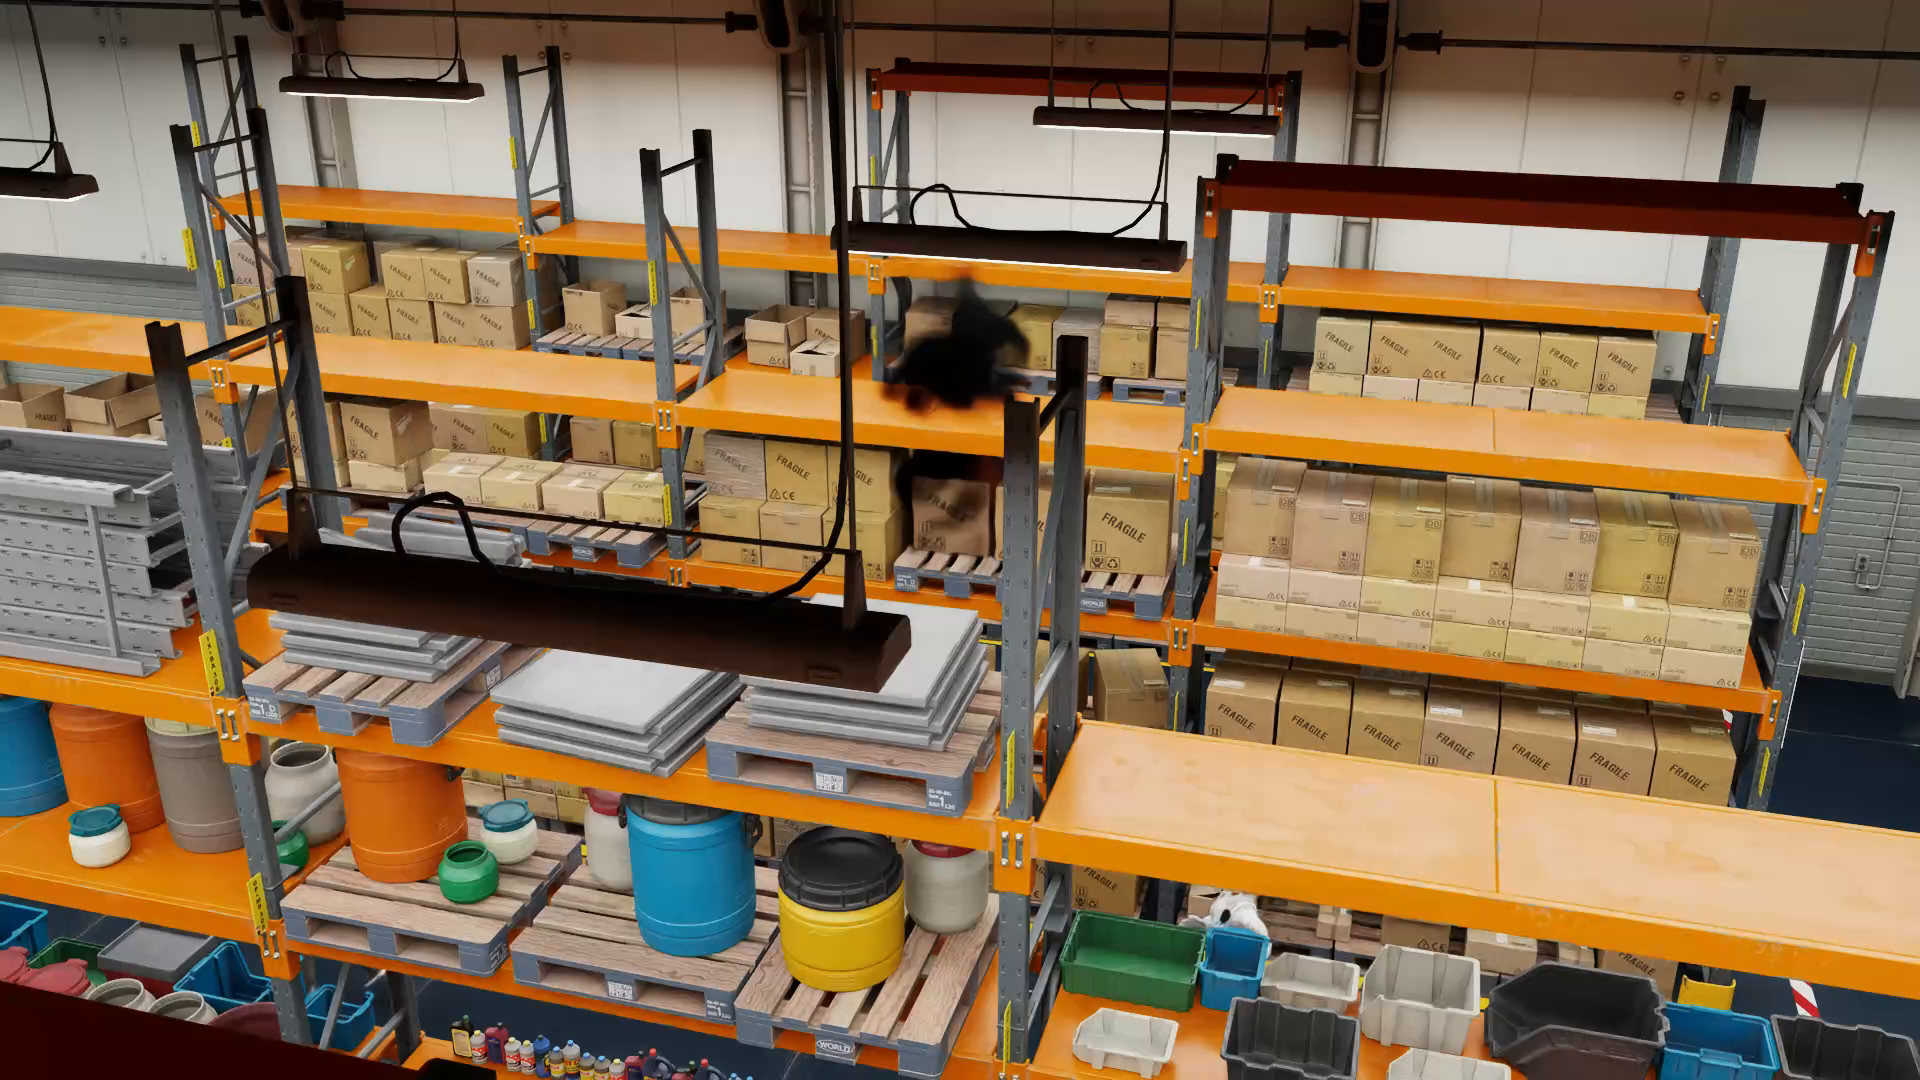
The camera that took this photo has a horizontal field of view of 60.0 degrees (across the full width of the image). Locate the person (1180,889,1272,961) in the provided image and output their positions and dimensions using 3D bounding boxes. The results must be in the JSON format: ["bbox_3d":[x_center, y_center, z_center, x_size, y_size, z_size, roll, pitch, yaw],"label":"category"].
[{"bbox_3d":[1.766,2.868,11.156,0.603,1.736,0.597,3,23,6],"label":"person"}]

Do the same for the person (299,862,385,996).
[{"bbox_3d":[-4.677,2.715,12.170,0.856,1.594,0.559,3,23,8],"label":"person"}]
